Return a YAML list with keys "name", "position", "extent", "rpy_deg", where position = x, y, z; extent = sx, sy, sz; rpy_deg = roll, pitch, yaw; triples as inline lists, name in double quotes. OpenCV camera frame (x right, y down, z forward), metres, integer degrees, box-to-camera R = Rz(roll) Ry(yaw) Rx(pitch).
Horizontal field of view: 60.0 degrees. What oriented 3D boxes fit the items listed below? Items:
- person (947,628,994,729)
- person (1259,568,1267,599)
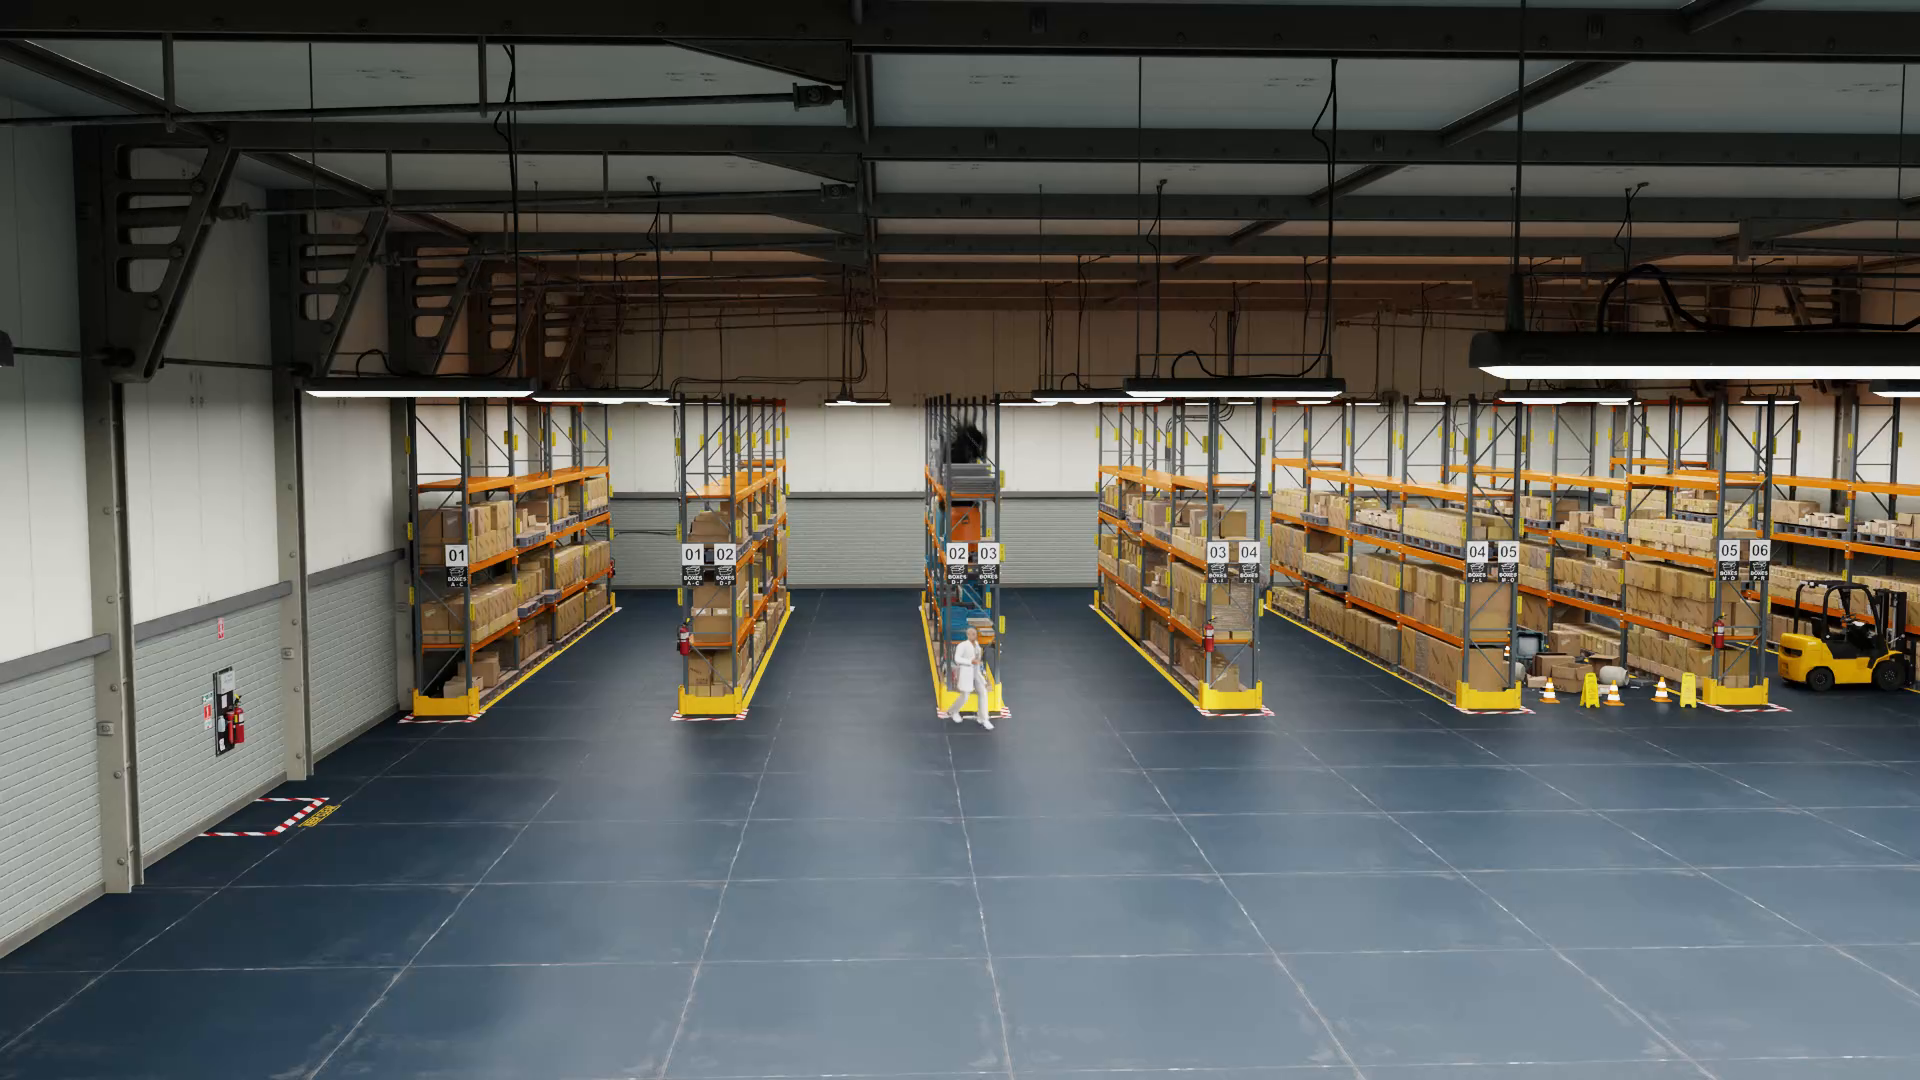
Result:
- name: "person"
  position: [0.157, 2.473, 29.964]
  extent: [1.017, 1.808, 0.742]
  rpy_deg: [4, 6, 45]
- name: "person"
  position: [7.810, 1.366, 44.235]
  extent: [0.706, 1.763, 0.761]
  rpy_deg: [1, 5, 7]
